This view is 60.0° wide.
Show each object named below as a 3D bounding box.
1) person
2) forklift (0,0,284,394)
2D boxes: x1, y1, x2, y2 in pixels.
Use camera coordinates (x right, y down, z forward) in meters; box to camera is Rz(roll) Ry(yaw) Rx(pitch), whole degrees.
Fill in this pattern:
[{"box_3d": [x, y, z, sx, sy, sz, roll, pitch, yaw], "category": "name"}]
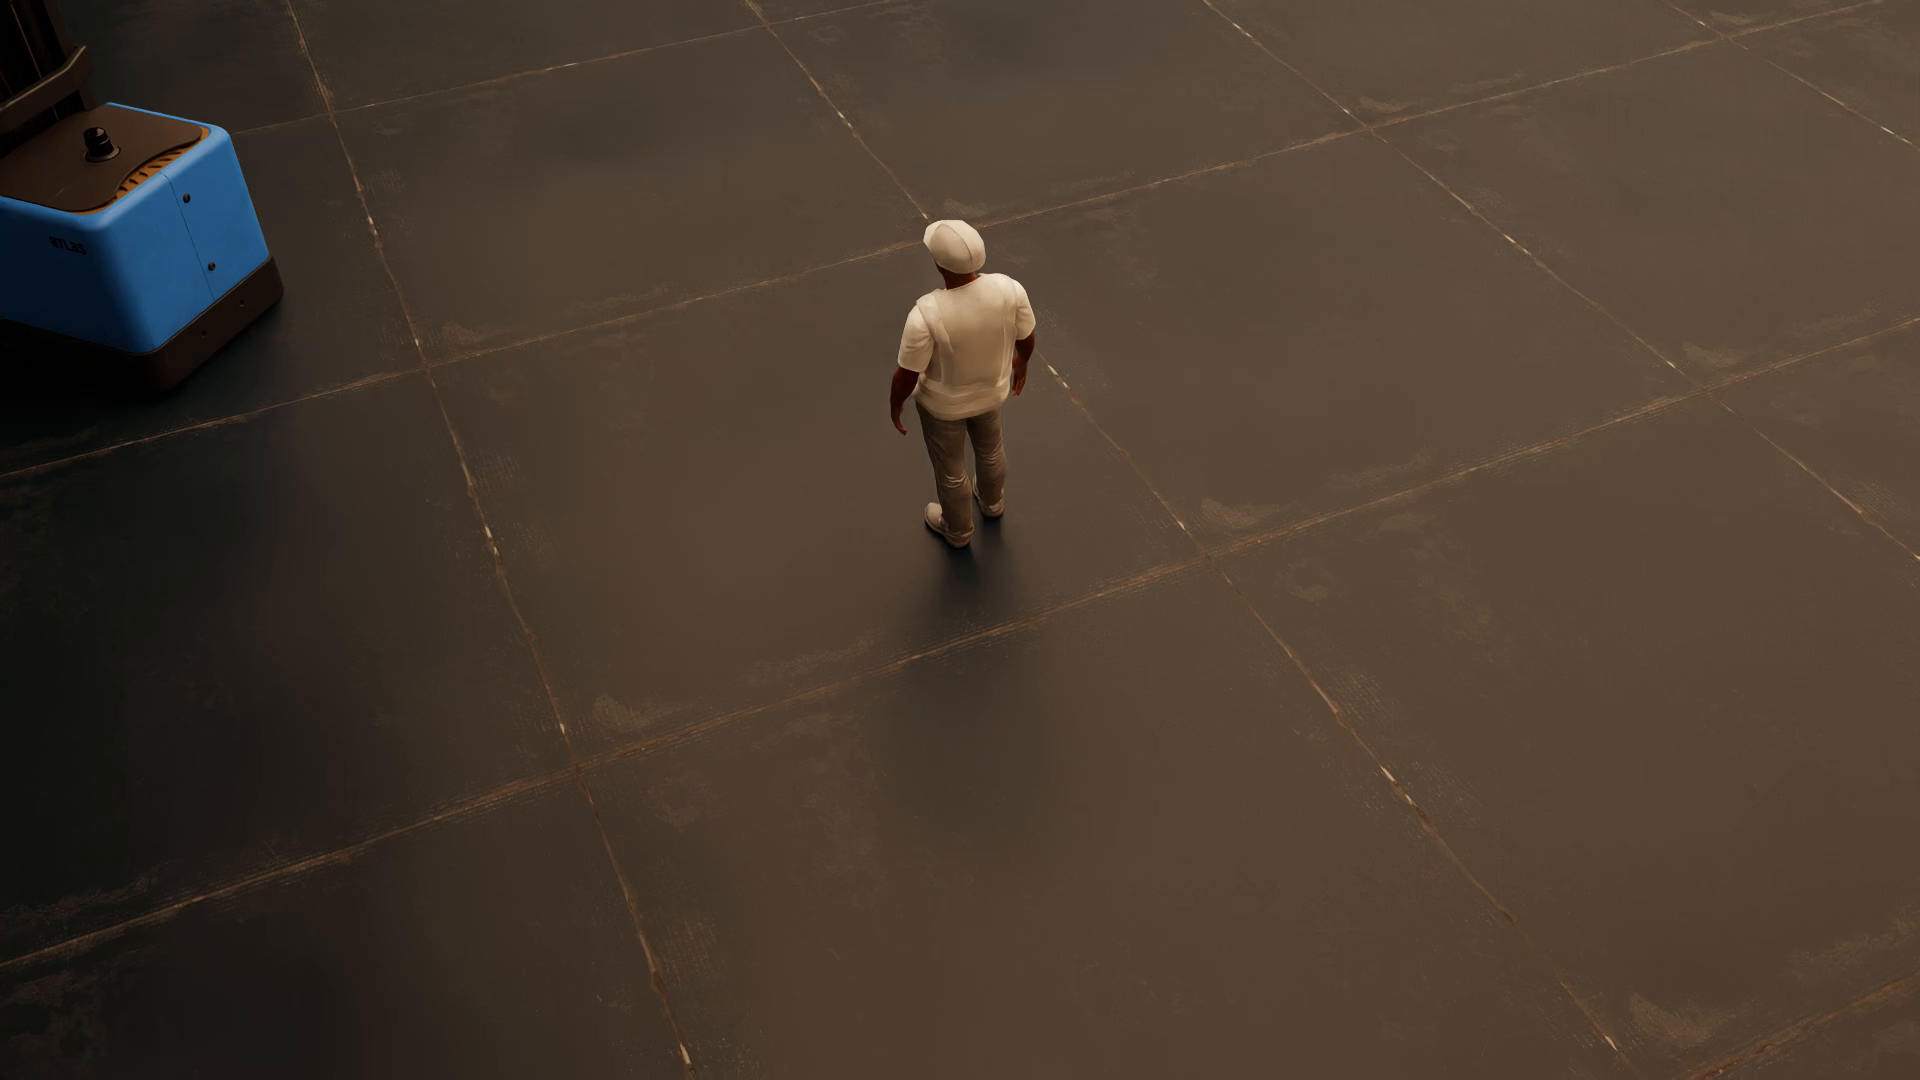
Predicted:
[{"box_3d": [-0.025, -0.696, 7.269, 0.666, 1.768, 0.575, -18, 46, -18], "category": "person"}, {"box_3d": [-5.303, -2.458, 8.314, 3.031, 2.935, 1.130, 15, 45, 15], "category": "forklift"}]
